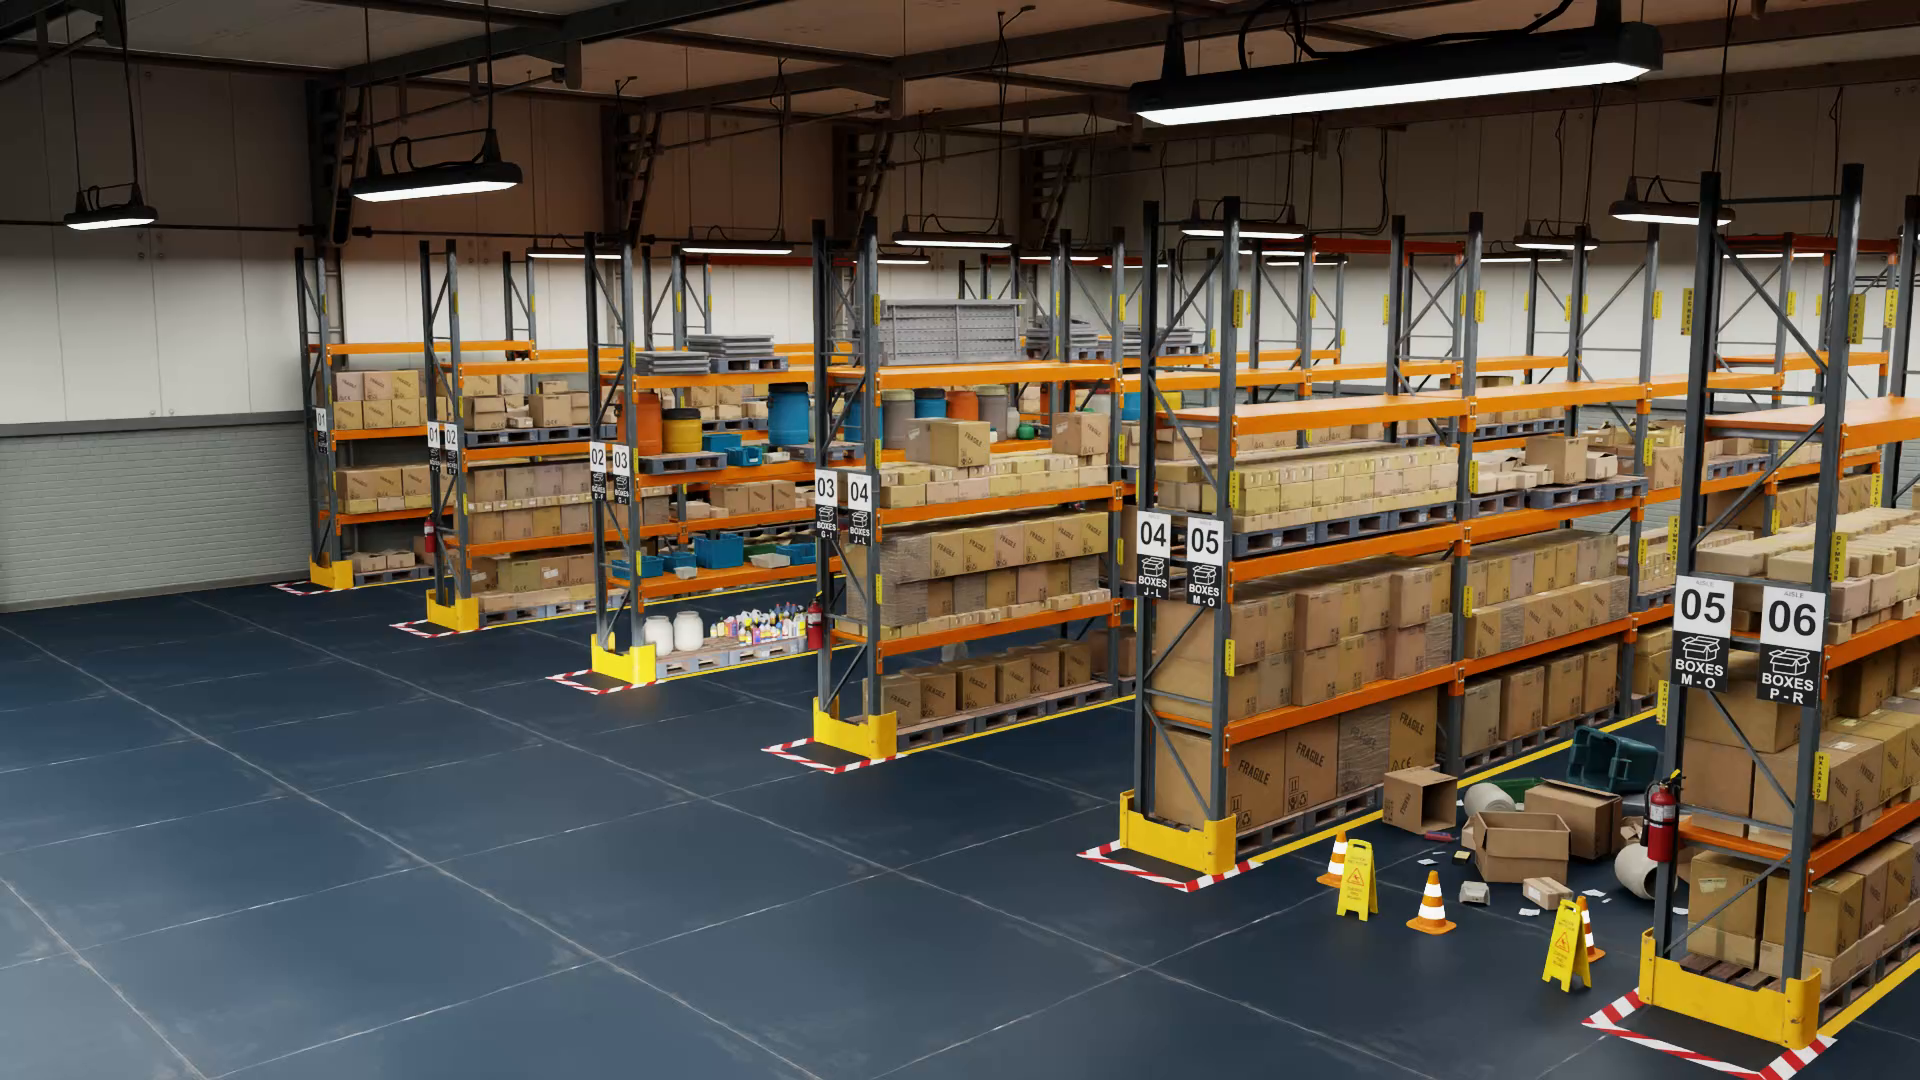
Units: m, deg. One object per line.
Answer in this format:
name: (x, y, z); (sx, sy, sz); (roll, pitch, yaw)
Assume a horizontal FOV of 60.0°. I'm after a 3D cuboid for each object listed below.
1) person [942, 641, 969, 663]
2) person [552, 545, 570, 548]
person: (-0.129, 1.008, 22.619); (0.614, 1.776, 0.640); (-1, 8, -7)
person: (-6.908, 0.013, 29.363); (0.659, 1.744, 0.657); (6, 10, 36)
